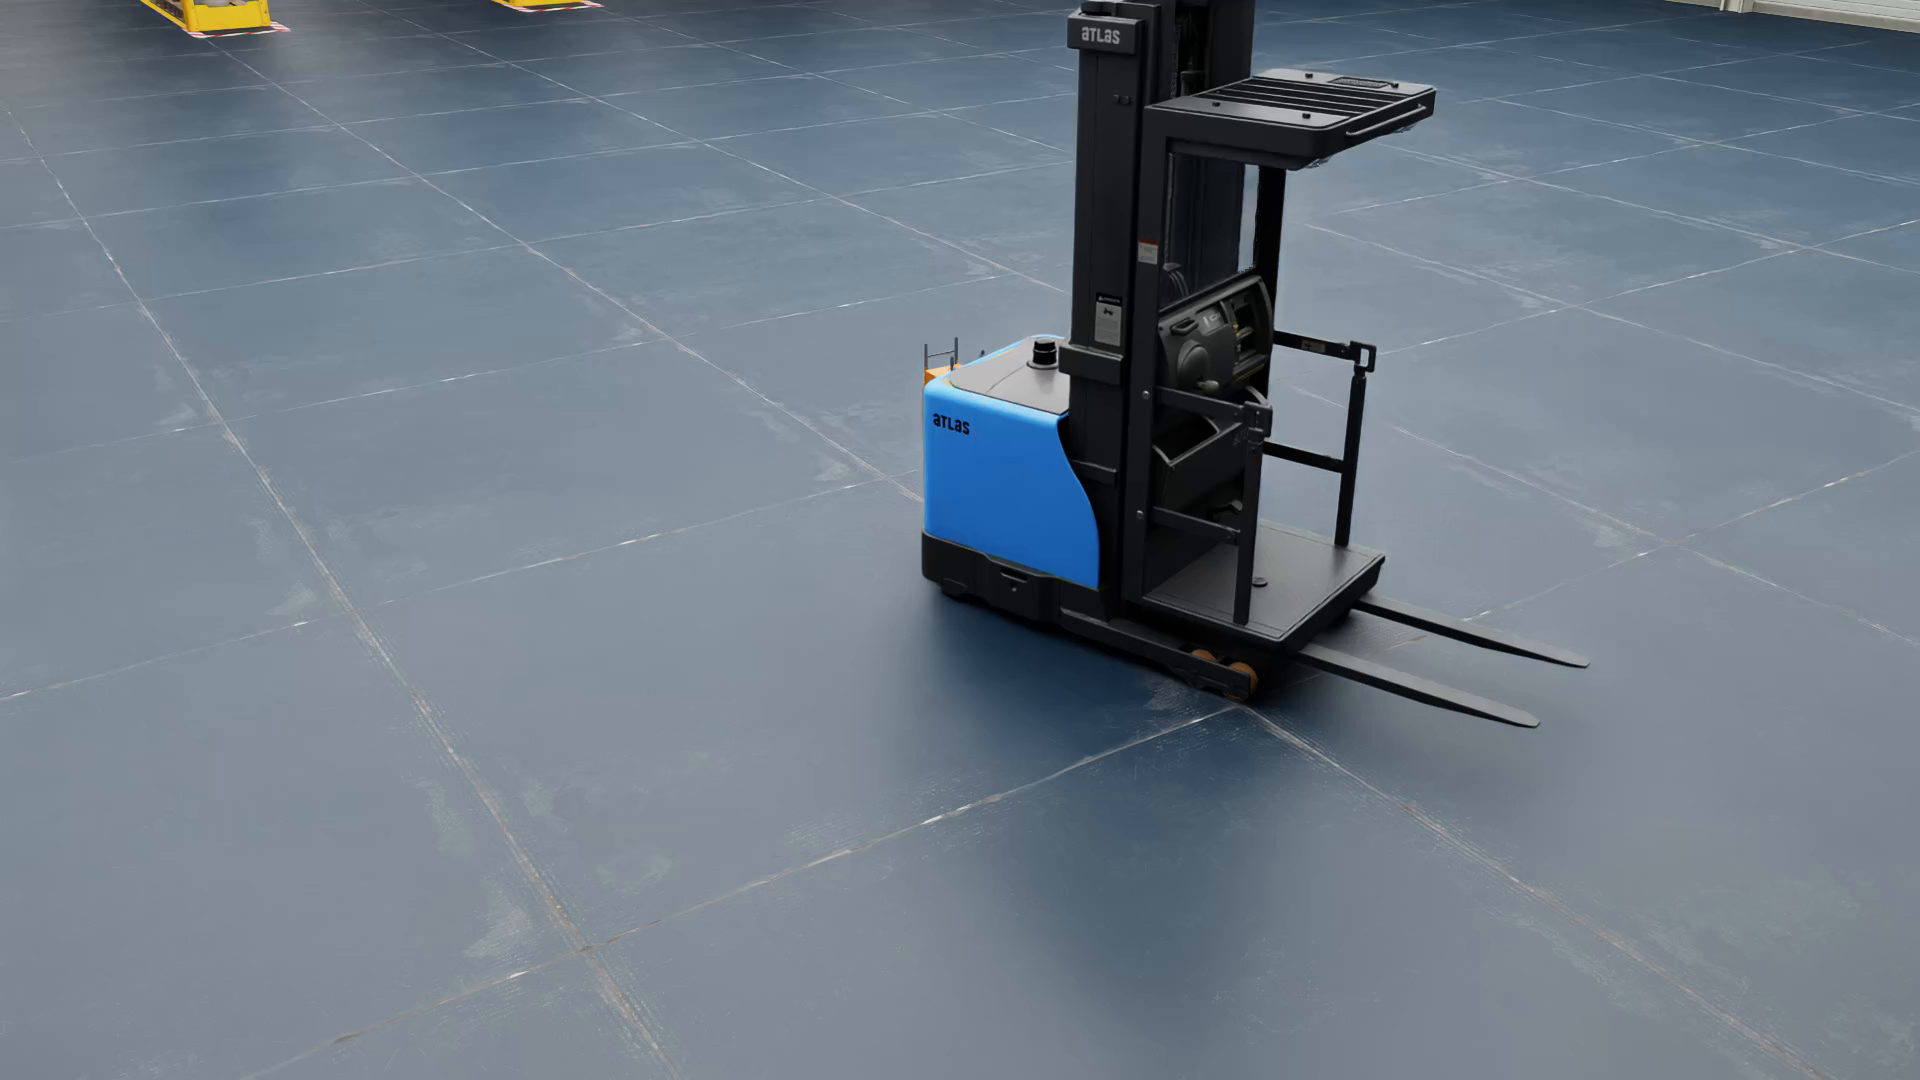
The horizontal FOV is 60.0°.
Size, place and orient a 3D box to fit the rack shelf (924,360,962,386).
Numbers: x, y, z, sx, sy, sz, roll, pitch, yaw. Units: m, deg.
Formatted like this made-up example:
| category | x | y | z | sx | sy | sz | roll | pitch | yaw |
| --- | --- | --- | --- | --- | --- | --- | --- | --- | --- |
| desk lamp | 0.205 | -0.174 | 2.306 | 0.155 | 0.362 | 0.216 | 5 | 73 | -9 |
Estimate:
| category | x | y | z | sx | sy | sz | roll | pitch | yaw |
| --- | --- | --- | --- | --- | --- | --- | --- | --- | --- |
| rack shelf | -0.029 | -0.741 | 8.450 | 0.215 | 0.259 | 0.240 | -16 | 29 | -30 |

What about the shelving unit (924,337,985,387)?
| category | x | y | z | sx | sy | sz | roll | pitch | yaw |
| --- | --- | --- | --- | --- | --- | --- | --- | --- | --- |
| shelving unit | -0.029 | -0.494 | 8.566 | 0.215 | 1.050 | 0.252 | -16 | 29 | -30 |

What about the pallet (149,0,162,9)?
| category | x | y | z | sx | sy | sz | roll | pitch | yaw |
| --- | --- | --- | --- | --- | --- | --- | --- | --- | --- |
| pallet | -12.855 | -9.033 | 27.637 | 1.003 | 0.211 | 1.213 | -16 | 29 | -30 |

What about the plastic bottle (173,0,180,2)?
| category | x | y | z | sx | sy | sz | roll | pitch | yaw |
| --- | --- | --- | --- | --- | --- | --- | --- | --- | --- |
| plastic bottle | -12.373 | -8.601 | 26.219 | 0.097 | 0.201 | 0.097 | 0 | 25 | 0 |

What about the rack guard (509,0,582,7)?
| category | x | y | z | sx | sy | sz | roll | pitch | yaw |
| --- | --- | --- | --- | --- | --- | --- | --- | --- | --- |
| rack guard | -6.895 | -9.164 | 27.577 | 1.175 | 0.500 | 0.348 | -16 | 29 | -30 |

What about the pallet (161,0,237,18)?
| category | x | y | z | sx | sy | sz | roll | pitch | yaw |
| --- | --- | --- | --- | --- | --- | --- | --- | --- | --- |
| pallet | -12.185 | -8.596 | 26.712 | 1.003 | 0.211 | 1.213 | -16 | 29 | -30 |

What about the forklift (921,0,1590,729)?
| category | x | y | z | sx | sy | sz | roll | pitch | yaw |
| --- | --- | --- | --- | --- | --- | --- | --- | --- | --- |
| forklift | 1.293 | -0.878 | 7.177 | 3.031 | 2.935 | 1.130 | 18 | 31 | 33 |

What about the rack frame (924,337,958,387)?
| category | x | y | z | sx | sy | sz | roll | pitch | yaw |
| --- | --- | --- | --- | --- | --- | --- | --- | --- | --- |
| rack frame | -0.096 | -0.538 | 8.659 | 0.200 | 1.050 | 0.008 | -16 | 29 | -30 |

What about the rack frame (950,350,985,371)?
| category | x | y | z | sx | sy | sz | roll | pitch | yaw |
| --- | --- | --- | --- | --- | --- | --- | --- | --- | --- |
| rack frame | 0.037 | -0.450 | 8.474 | 0.200 | 1.050 | 0.008 | -16 | 29 | -30 |

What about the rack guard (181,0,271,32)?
| category | x | y | z | sx | sy | sz | roll | pitch | yaw |
| --- | --- | --- | --- | --- | --- | --- | --- | --- | --- |
| rack guard | -11.084 | -7.999 | 25.109 | 1.175 | 0.500 | 0.348 | -16 | 29 | -30 |

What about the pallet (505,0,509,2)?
| category | x | y | z | sx | sy | sz | roll | pitch | yaw |
| --- | --- | --- | --- | --- | --- | --- | --- | --- | --- |
| pallet | -7.309 | -9.332 | 28.272 | 1.003 | 0.211 | 1.213 | -16 | 29 | -30 |

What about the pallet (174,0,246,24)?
| category | x | y | z | sx | sy | sz | roll | pitch | yaw |
| --- | --- | --- | --- | --- | --- | --- | --- | --- | --- |
| pallet | -11.523 | -8.160 | 25.788 | 1.003 | 0.211 | 1.213 | -16 | 29 | -30 |

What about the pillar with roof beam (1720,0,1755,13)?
| category | x | y | z | sx | sy | sz | roll | pitch | yaw |
| --- | --- | --- | --- | --- | --- | --- | --- | --- | --- |
| pillar with roof beam | 8.925 | -11.612 | 22.806 | 9.100 | 9.000 | 0.400 | -16 | 29 | -30 |

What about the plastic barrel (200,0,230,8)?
| category | x | y | z | sx | sy | sz | roll | pitch | yaw |
| --- | --- | --- | --- | --- | --- | --- | --- | --- | --- |
| plastic barrel | -11.427 | -8.396 | 25.443 | 0.421 | 0.512 | 0.421 | 0 | 25 | 0 |

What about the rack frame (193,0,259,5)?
| category | x | y | z | sx | sy | sz | roll | pitch | yaw |
| --- | --- | --- | --- | --- | --- | --- | --- | --- | --- |
| rack frame | -11.003 | -9.113 | 24.541 | 1.000 | 3.000 | 0.127 | -16 | 29 | -30 |
